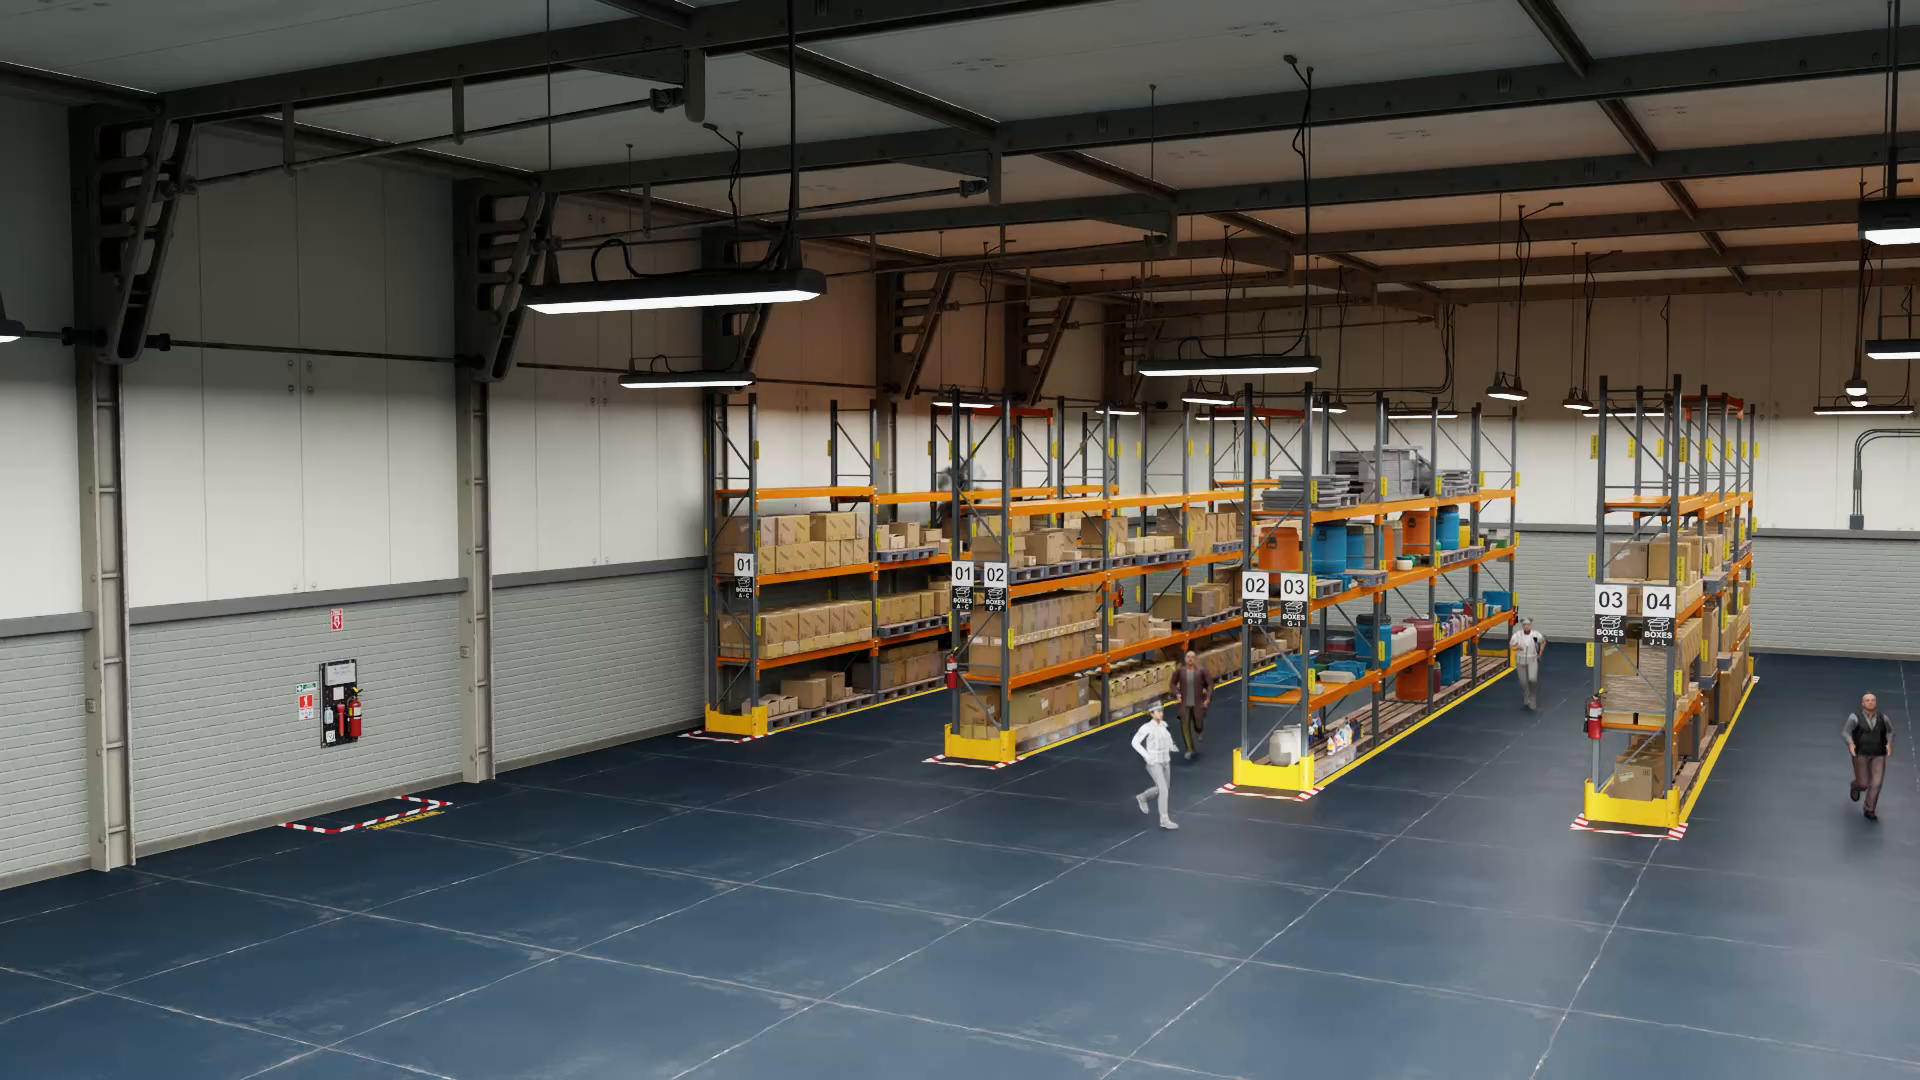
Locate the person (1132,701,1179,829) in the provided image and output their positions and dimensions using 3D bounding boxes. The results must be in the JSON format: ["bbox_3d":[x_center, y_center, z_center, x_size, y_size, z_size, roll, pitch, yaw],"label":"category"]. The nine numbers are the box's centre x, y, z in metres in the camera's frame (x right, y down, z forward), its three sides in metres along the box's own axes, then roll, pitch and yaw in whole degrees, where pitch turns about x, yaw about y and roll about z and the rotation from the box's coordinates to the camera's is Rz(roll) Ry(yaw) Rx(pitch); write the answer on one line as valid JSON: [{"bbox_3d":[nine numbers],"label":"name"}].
[{"bbox_3d":[2.613,2.965,22.174,0.626,1.665,0.809,-3,4,-39],"label":"person"}]

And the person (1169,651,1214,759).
[{"bbox_3d":[3.787,2.680,27.266,0.730,1.724,0.717,1,3,10],"label":"person"}]

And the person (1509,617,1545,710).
[{"bbox_3d":[10.989,2.393,32.252,0.641,1.815,0.790,1,3,24],"label":"person"}]

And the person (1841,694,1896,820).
[{"bbox_3d":[12.438,2.947,22.743,0.676,1.678,0.712,1,3,16],"label":"person"}]
